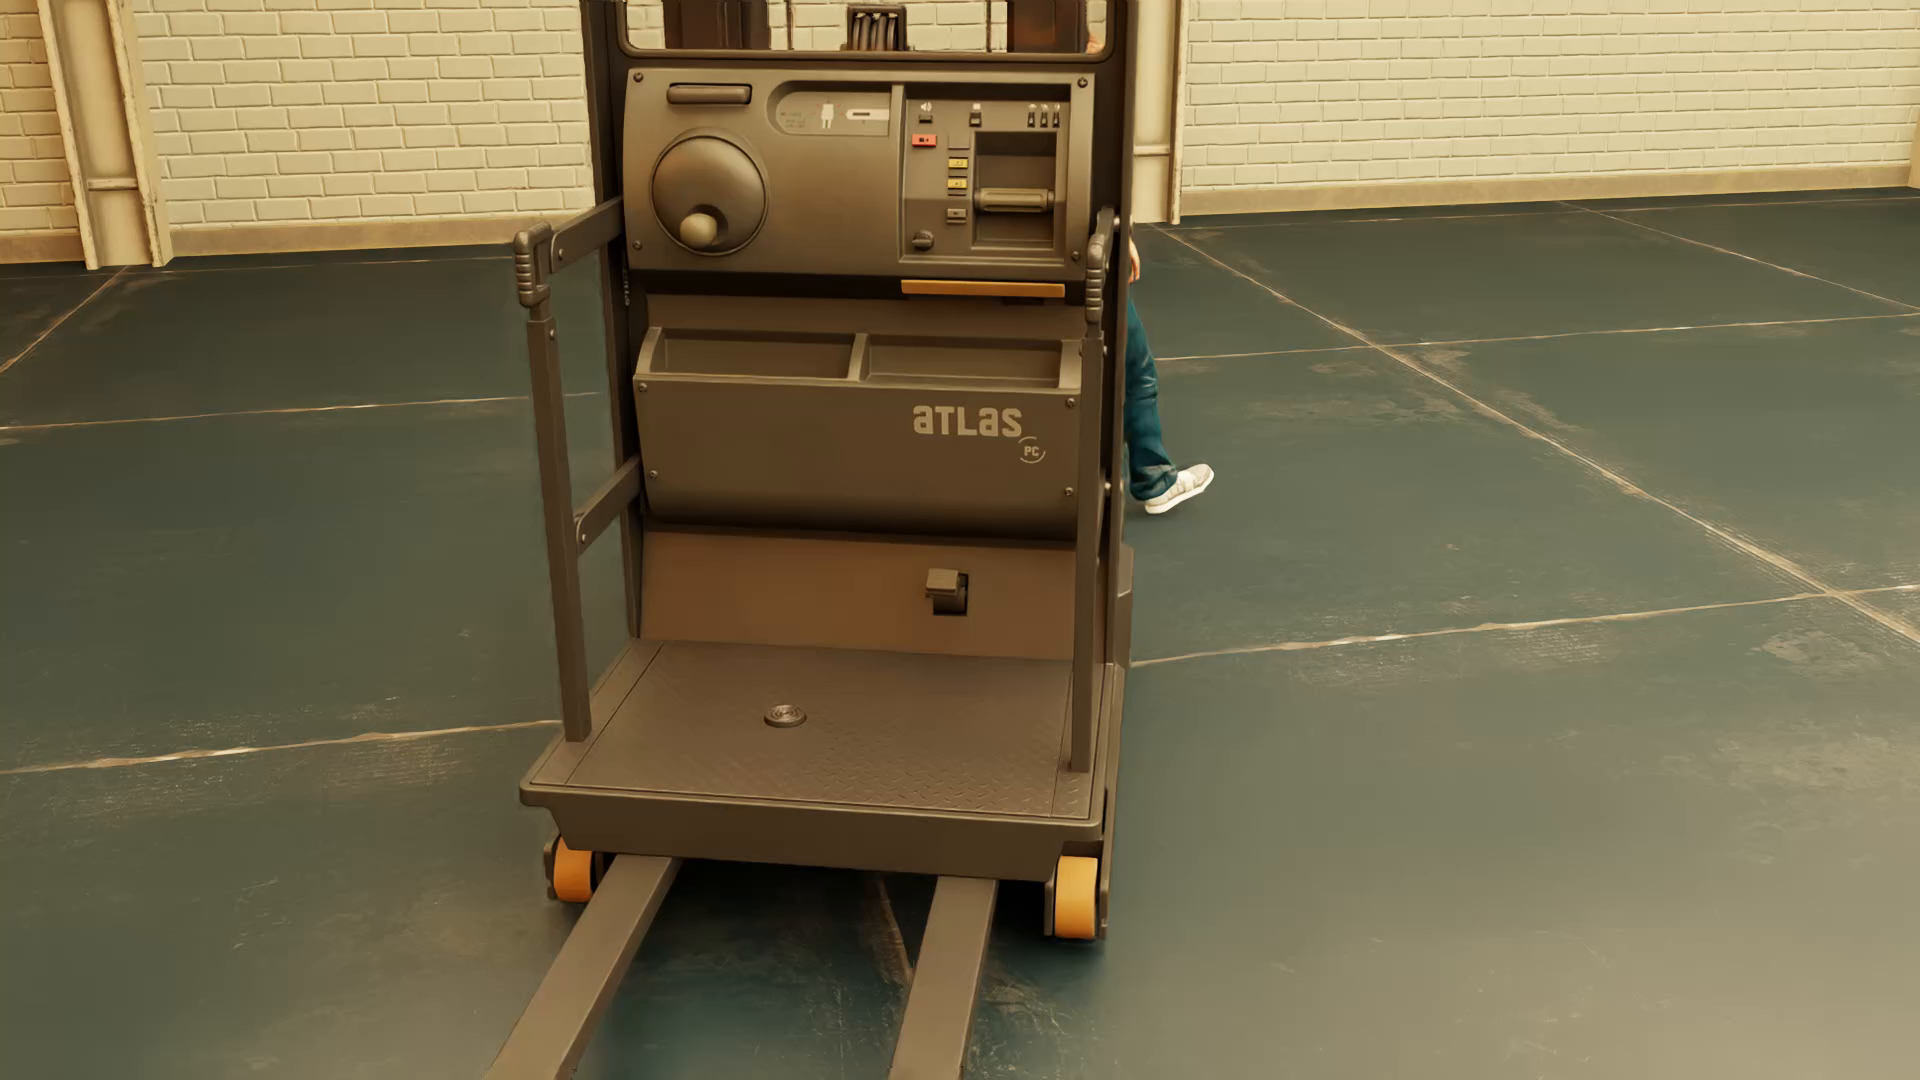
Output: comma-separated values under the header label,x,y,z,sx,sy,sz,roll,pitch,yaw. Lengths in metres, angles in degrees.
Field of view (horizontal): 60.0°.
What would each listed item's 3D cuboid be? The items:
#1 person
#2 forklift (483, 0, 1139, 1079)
label,x,y,z,sx,sy,sz,roll,pitch,yaw
person,0.429,-0.797,5.192,0.835,1.533,0.525,-13,25,-31
forklift,-0.229,-0.718,3.072,1.130,2.935,3.031,3,21,7
